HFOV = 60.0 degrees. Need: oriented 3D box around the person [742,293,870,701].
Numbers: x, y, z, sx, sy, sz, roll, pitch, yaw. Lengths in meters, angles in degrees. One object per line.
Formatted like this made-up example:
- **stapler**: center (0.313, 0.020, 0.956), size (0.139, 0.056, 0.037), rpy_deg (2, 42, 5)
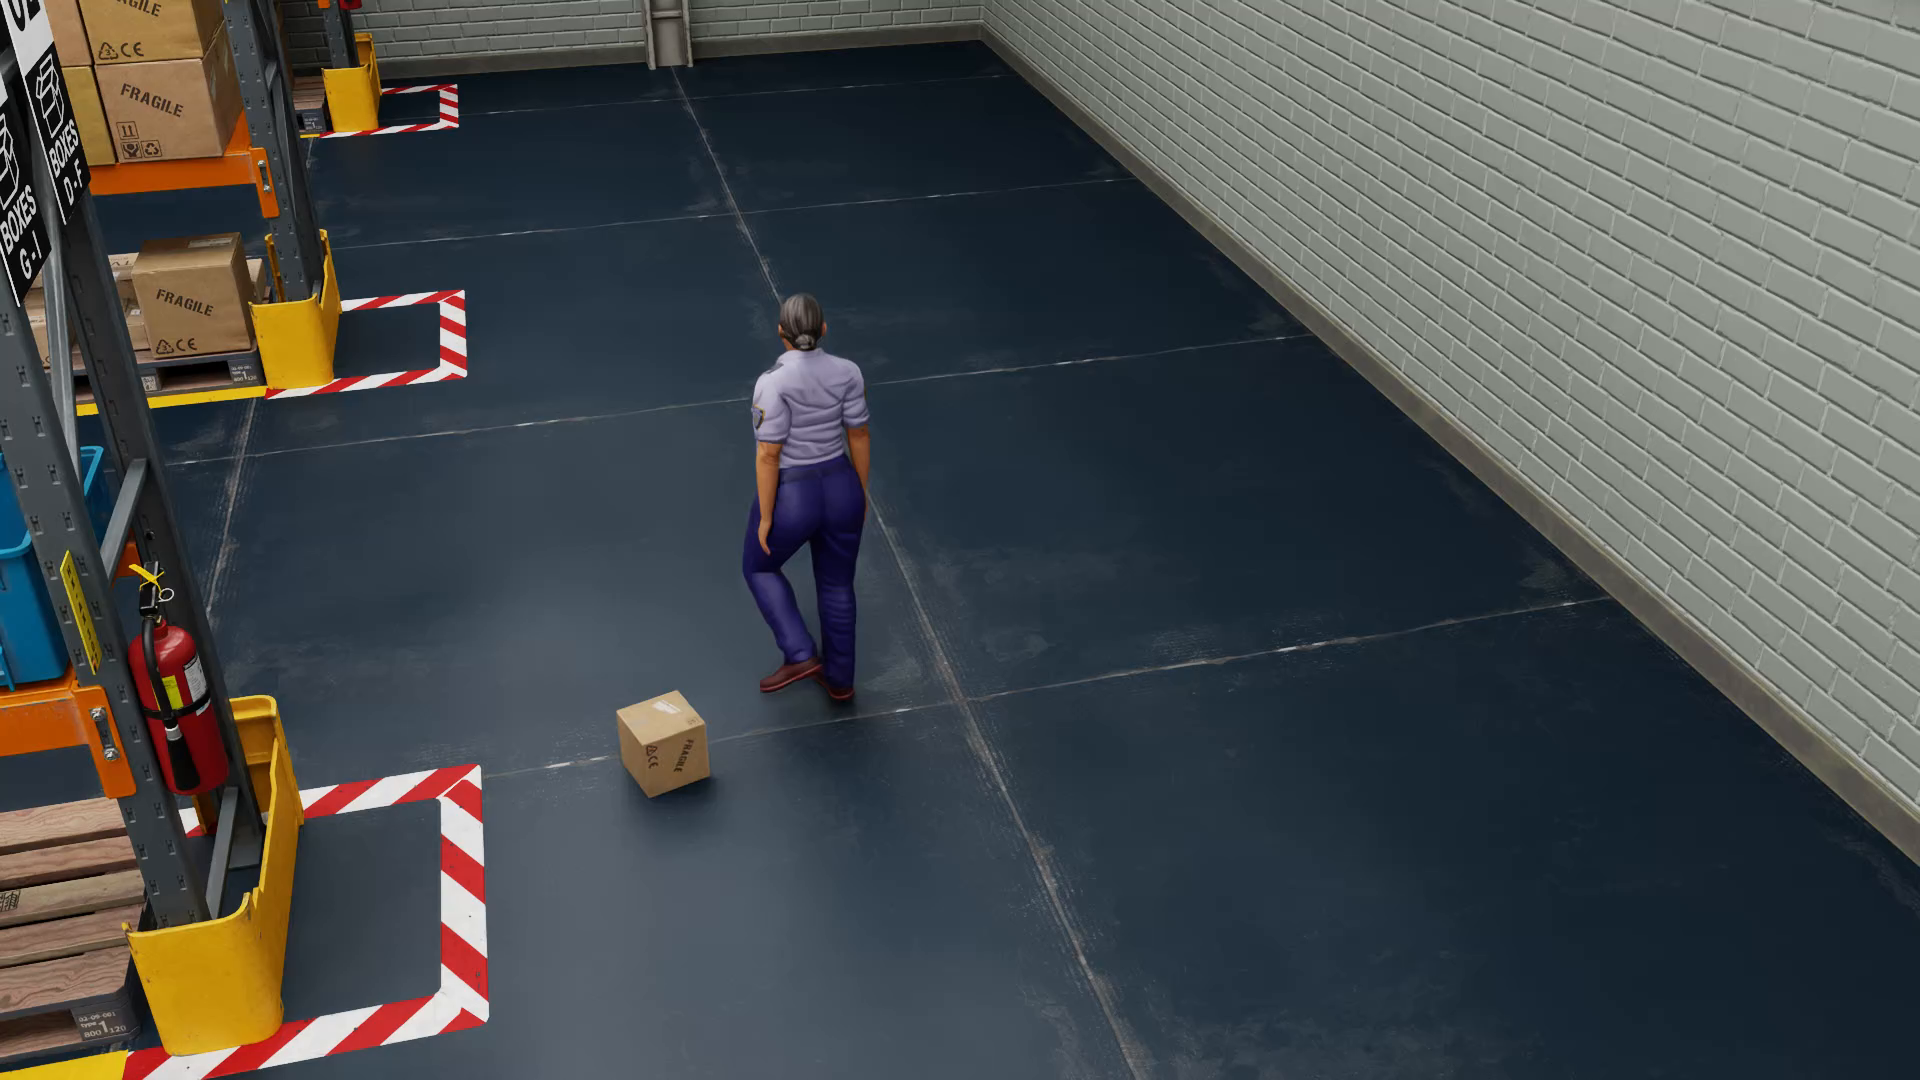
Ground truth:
- **person**: center (-0.581, -0.141, 6.364), size (0.542, 1.638, 0.454), rpy_deg (-16, 34, -25)
